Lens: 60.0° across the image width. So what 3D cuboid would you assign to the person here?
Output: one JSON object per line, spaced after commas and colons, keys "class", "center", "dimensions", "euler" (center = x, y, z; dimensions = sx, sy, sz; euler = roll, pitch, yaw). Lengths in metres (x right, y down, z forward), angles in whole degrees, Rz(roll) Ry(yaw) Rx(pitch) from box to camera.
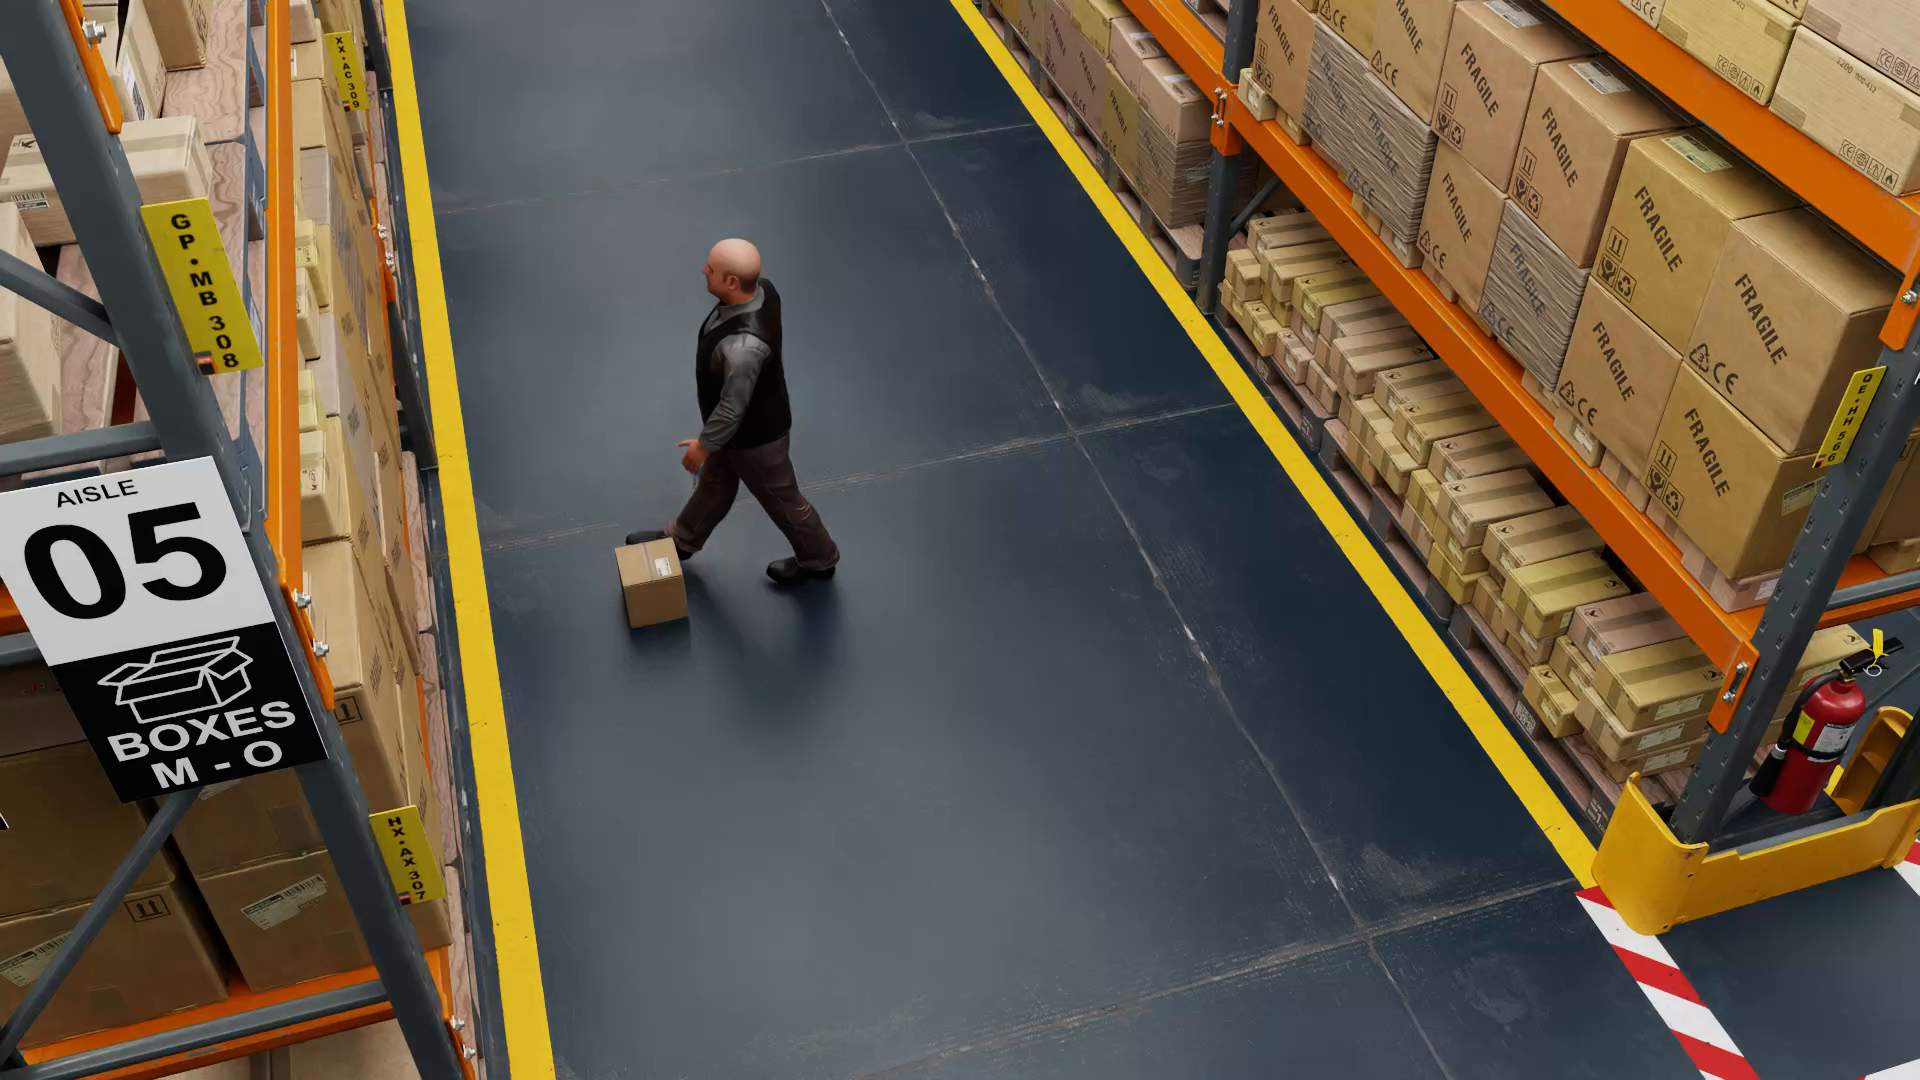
{"class": "person", "center": [-0.978, -0.454, 6.661], "dimensions": [0.920, 1.690, 0.548], "euler": [-5, 42, -5]}
